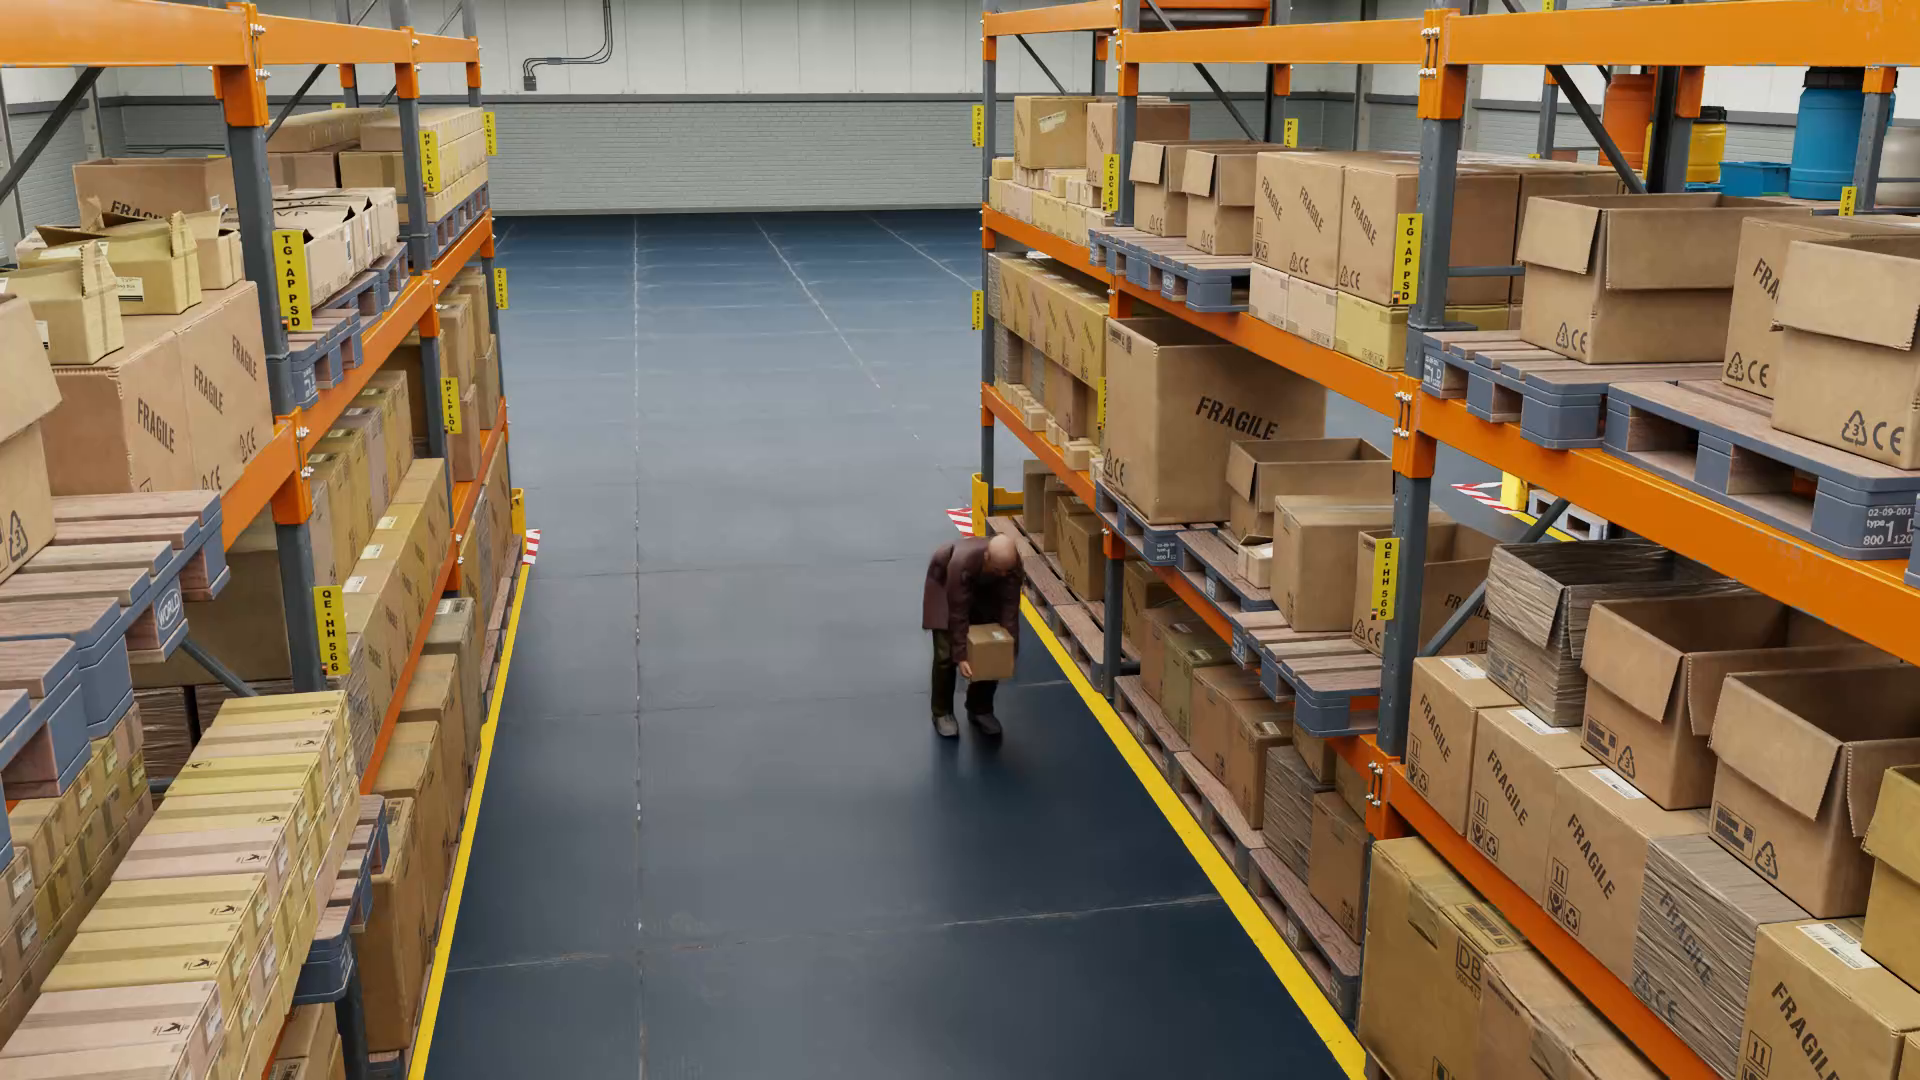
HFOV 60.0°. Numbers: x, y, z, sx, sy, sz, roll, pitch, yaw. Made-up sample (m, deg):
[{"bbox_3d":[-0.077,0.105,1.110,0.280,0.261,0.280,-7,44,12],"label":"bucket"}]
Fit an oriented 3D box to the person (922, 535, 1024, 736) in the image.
[{"bbox_3d":[0.099,0.545,9.914,0.547,1.370,0.891,-6,17,-20],"label":"person"}]
